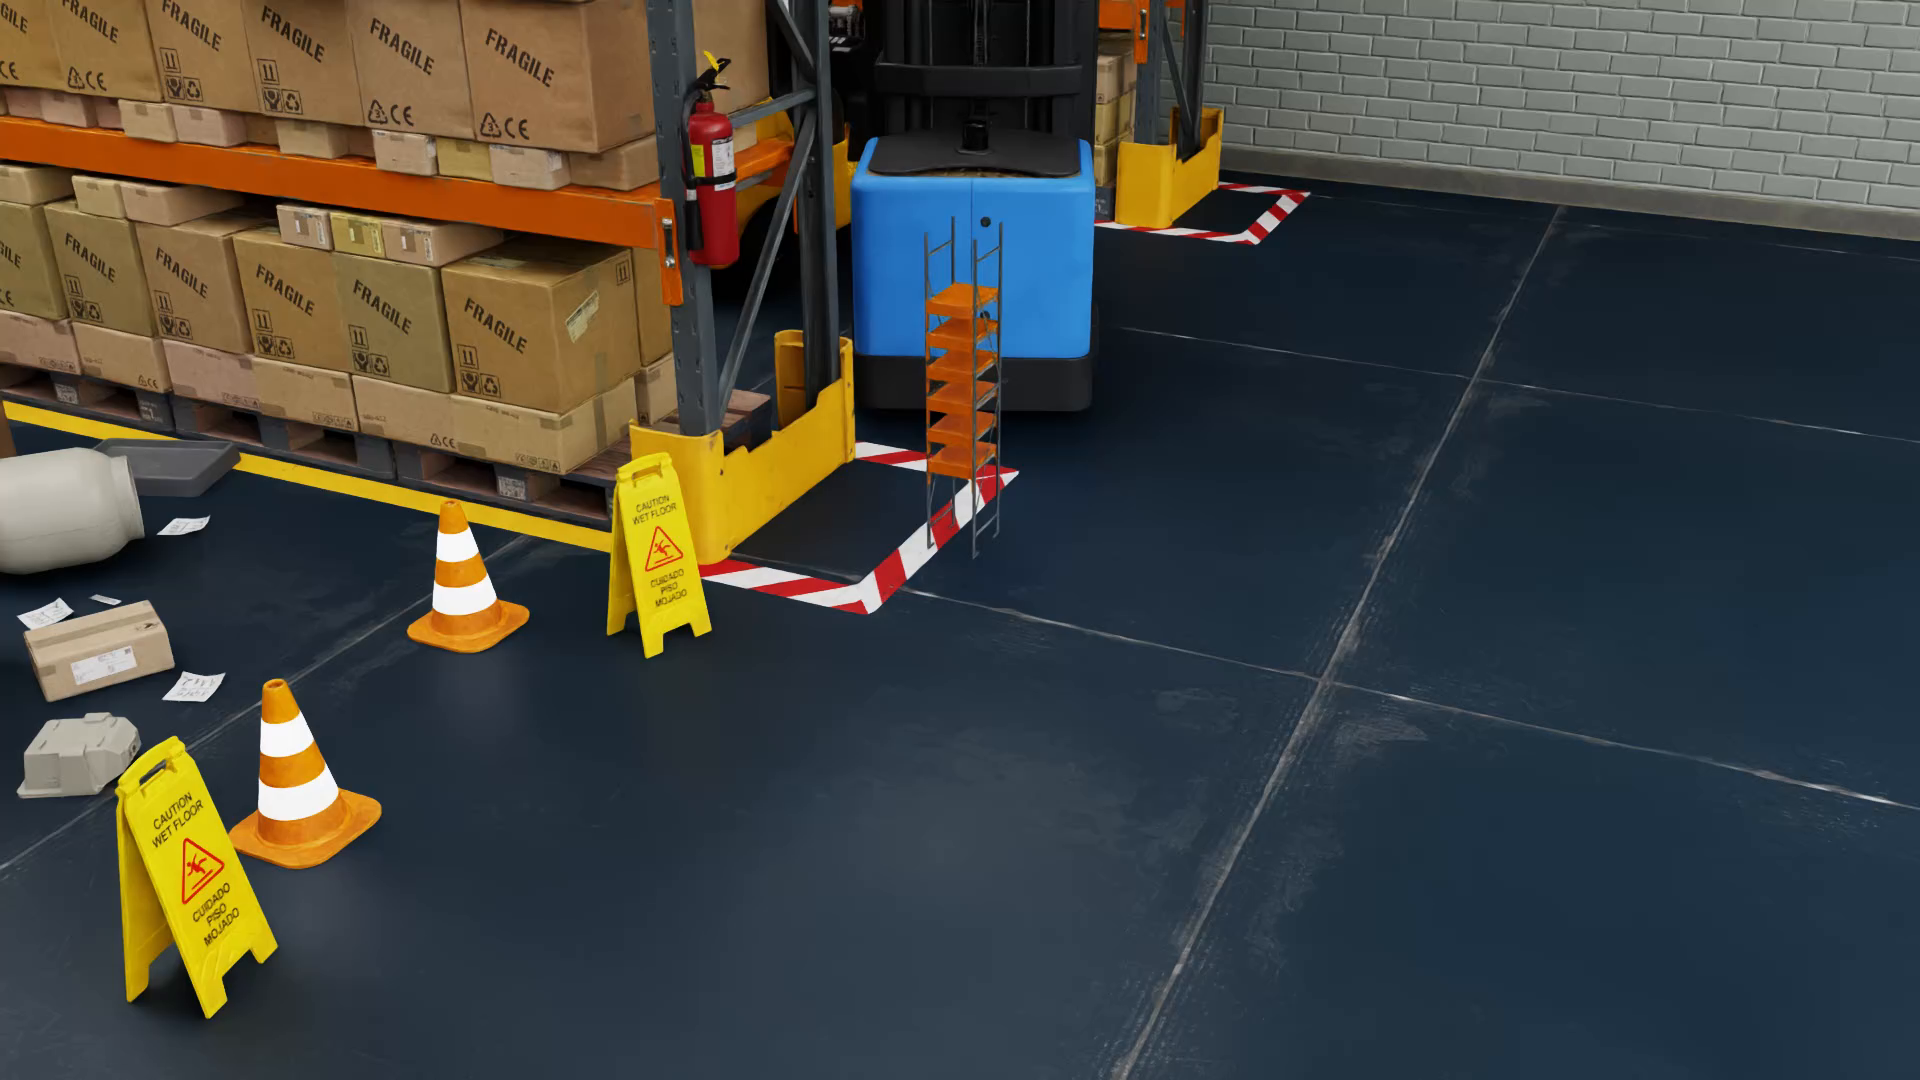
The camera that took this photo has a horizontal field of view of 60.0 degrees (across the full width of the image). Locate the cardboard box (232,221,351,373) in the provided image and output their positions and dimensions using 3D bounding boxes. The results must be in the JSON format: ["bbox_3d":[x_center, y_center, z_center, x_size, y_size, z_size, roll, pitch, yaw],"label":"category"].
[{"bbox_3d":[-2.515,-1.019,6.712,0.500,0.500,0.500,11,28,21],"label":"cardboard box"}]

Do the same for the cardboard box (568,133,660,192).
[{"bbox_3d":[-1.174,-1.367,5.914,0.250,0.149,0.380,12,29,24],"label":"cardboard box"}]

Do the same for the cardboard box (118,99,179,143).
[{"bbox_3d":[-3.072,-1.691,6.574,0.250,0.149,0.380,12,28,22],"label":"cardboard box"}]

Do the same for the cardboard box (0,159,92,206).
[{"bbox_3d":[-3.872,-1.547,7.051,0.250,0.149,0.380,12,29,23],"label":"cardboard box"}]

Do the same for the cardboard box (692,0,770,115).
[{"bbox_3d":[-1.061,-1.873,6.209,0.500,0.500,0.500,11,28,21],"label":"cardboard box"}]

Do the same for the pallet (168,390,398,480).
[{"bbox_3d":[-2.646,-0.646,7.324,1.213,0.211,1.003,11,28,22],"label":"pallet"}]

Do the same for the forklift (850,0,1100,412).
[{"bbox_3d":[0.112,-2.483,7.975,1.130,2.935,3.031,1,26,2],"label":"forklift"}]

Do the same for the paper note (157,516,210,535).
[{"bbox_3d":[-2.954,-0.058,6.333,0.148,0.019,0.142,2,26,4],"label":"paper note"}]

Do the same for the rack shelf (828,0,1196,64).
[{"bbox_3d":[-0.514,-3.536,10.851,4.000,0.370,1.077,11,28,22],"label":"rack shelf"}]

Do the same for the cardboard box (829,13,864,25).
[{"bbox_3d":[-0.885,-3.432,11.329,0.500,0.250,0.500,12,28,22],"label":"cardboard box"}]

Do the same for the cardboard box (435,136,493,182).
[{"bbox_3d":[-1.675,-1.424,6.030,0.250,0.149,0.380,11,28,21],"label":"cardboard box"}]

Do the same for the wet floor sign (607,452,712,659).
[{"bbox_3d":[-1.015,0.024,5.470,0.232,0.644,0.267,23,35,39],"label":"wet floor sign"}]

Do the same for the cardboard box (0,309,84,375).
[{"bbox_3d":[-3.961,-0.967,7.455,0.500,0.250,0.500,10,28,19],"label":"cardboard box"}]

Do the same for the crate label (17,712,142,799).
[{"bbox_3d":[-2.562,0.617,4.842,0.298,0.136,0.250,-2,26,-5],"label":"crate label"}]

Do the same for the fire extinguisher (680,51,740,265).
[{"bbox_3d":[-0.832,-1.256,5.493,0.183,0.674,0.296,11,28,22],"label":"fire extinguisher"}]

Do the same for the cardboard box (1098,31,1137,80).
[{"bbox_3d":[0.947,-3.061,10.577,0.500,0.250,0.500,11,28,21],"label":"cardboard box"}]

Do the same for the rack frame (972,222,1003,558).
[{"bbox_3d":[0.097,-0.519,5.945,0.006,1.200,0.240,11,28,22],"label":"rack frame"}]

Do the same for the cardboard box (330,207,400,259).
[{"bbox_3d":[-2.172,-1.208,6.362,0.250,0.149,0.380,12,29,23],"label":"cardboard box"}]

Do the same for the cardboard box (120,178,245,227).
[{"bbox_3d":[-3.157,-1.406,6.764,0.250,0.149,0.380,13,29,25],"label":"cardboard box"}]

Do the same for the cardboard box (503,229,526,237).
[{"bbox_3d":[-1.865,-1.145,6.968,0.500,0.500,0.500,10,28,20],"label":"cardboard box"}]

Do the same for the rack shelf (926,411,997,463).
[{"bbox_3d":[0.013,-0.388,6.052,0.180,0.103,0.258,11,28,22],"label":"rack shelf"}]

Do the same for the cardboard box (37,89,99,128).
[{"bbox_3d":[-3.516,-1.808,6.811,0.250,0.149,0.380,12,29,23],"label":"cardboard box"}]

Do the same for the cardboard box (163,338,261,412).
[{"bbox_3d":[-2.986,-0.778,7.071,0.500,0.250,0.500,11,28,21],"label":"cardboard box"}]

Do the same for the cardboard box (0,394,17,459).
[{"bbox_3d":[-3.974,-0.365,6.422,0.500,0.500,0.500,-12,29,-23],"label":"cardboard box"}]

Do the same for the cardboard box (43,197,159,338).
[{"bbox_3d":[-3.469,-1.210,7.100,0.500,0.500,0.500,13,29,24],"label":"cardboard box"}]

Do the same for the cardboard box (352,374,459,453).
[{"bbox_3d":[-2.061,-0.589,6.688,0.500,0.250,0.500,11,28,22],"label":"cardboard box"}]

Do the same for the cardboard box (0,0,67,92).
[{"bbox_3d":[-3.635,-2.132,6.734,0.500,0.500,0.500,11,28,22],"label":"cardboard box"}]

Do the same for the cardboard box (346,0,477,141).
[{"bbox_3d":[-1.807,-1.757,5.973,0.500,0.500,0.500,11,28,22],"label":"cardboard box"}]

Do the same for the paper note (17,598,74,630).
[{"bbox_3d":[-3.141,0.252,5.716,0.142,0.019,0.148,23,35,39],"label":"paper note"}]

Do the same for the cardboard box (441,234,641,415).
[{"bbox_3d":[-1.582,-0.830,6.328,0.500,0.500,0.500,12,28,22],"label":"cardboard box"}]

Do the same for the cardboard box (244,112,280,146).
[{"bbox_3d":[-2.558,-1.654,6.498,0.250,0.149,0.380,11,28,22],"label":"cardboard box"}]

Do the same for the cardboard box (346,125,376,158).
[{"bbox_3d":[-2.097,-1.562,6.311,0.250,0.149,0.380,12,29,23],"label":"cardboard box"}]

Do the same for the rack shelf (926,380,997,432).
[{"bbox_3d":[0.013,-0.496,5.999,0.180,0.103,0.258,11,28,22],"label":"rack shelf"}]

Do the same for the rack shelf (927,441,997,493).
[{"bbox_3d":[0.013,-0.280,6.105,0.180,0.103,0.258,11,28,22],"label":"rack shelf"}]

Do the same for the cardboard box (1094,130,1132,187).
[{"bbox_3d":[0.748,-2.407,10.381,0.500,0.250,0.500,12,28,22],"label":"cardboard box"}]

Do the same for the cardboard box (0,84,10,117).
[{"bbox_3d":[-3.981,-1.904,7.005,0.250,0.149,0.380,12,29,23],"label":"cardboard box"}]

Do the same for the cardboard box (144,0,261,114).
[{"bbox_3d":[-2.715,-1.950,6.365,0.500,0.500,0.500,12,29,22],"label":"cardboard box"}]

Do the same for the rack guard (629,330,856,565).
[{"bbox_3d":[-0.814,-0.389,6.475,0.348,0.500,1.175,11,28,22],"label":"rack guard"}]

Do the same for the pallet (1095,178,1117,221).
[{"bbox_3d":[0.593,-2.365,10.815,1.213,0.211,1.003,11,28,22],"label":"pallet"}]

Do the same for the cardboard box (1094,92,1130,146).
[{"bbox_3d":[0.734,-2.636,10.279,0.500,0.250,0.500,11,28,21],"label":"cardboard box"}]

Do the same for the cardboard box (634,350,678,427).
[{"bbox_3d":[-1.365,-0.710,6.935,0.500,0.250,0.500,11,28,21],"label":"cardboard box"}]

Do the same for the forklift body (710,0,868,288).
[{"bbox_3d":[-1.175,-2.726,9.352,1.214,2.155,2.313,11,28,22],"label":"forklift body"}]

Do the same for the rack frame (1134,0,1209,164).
[{"bbox_3d":[1.306,-3.493,9.950,0.127,3.000,1.000,11,28,22],"label":"rack frame"}]

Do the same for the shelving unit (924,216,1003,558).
[{"bbox_3d":[0.013,-0.536,5.979,0.189,1.200,0.258,11,28,22],"label":"shelving unit"}]

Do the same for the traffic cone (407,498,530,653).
[{"bbox_3d":[-1.671,0.081,5.561,0.334,0.463,0.336,11,28,22],"label":"traffic cone"}]
